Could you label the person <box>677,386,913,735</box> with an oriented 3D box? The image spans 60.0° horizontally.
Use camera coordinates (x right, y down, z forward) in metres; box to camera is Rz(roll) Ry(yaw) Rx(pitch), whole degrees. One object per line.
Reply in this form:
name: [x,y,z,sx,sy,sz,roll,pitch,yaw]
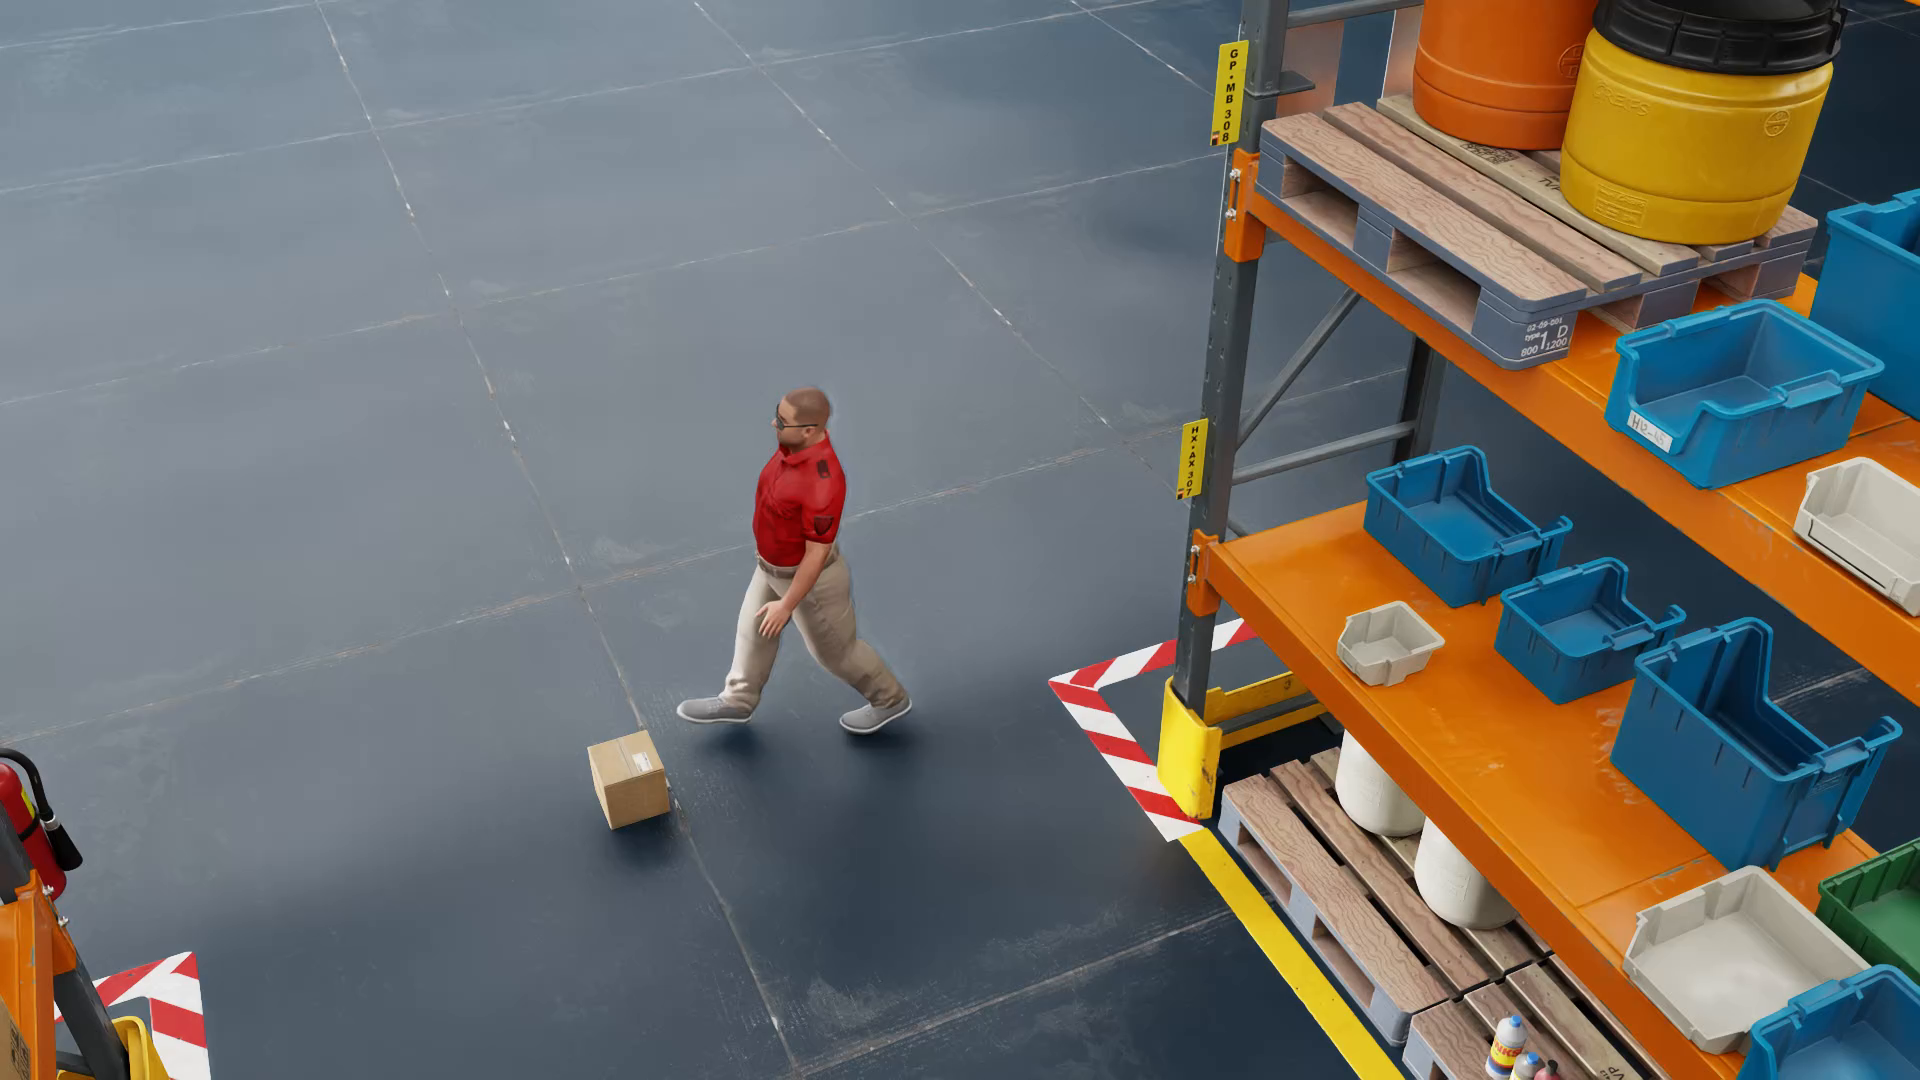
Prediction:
person: [-0.701,0.144,6.686,0.956,1.683,0.544,-14,39,-18]
